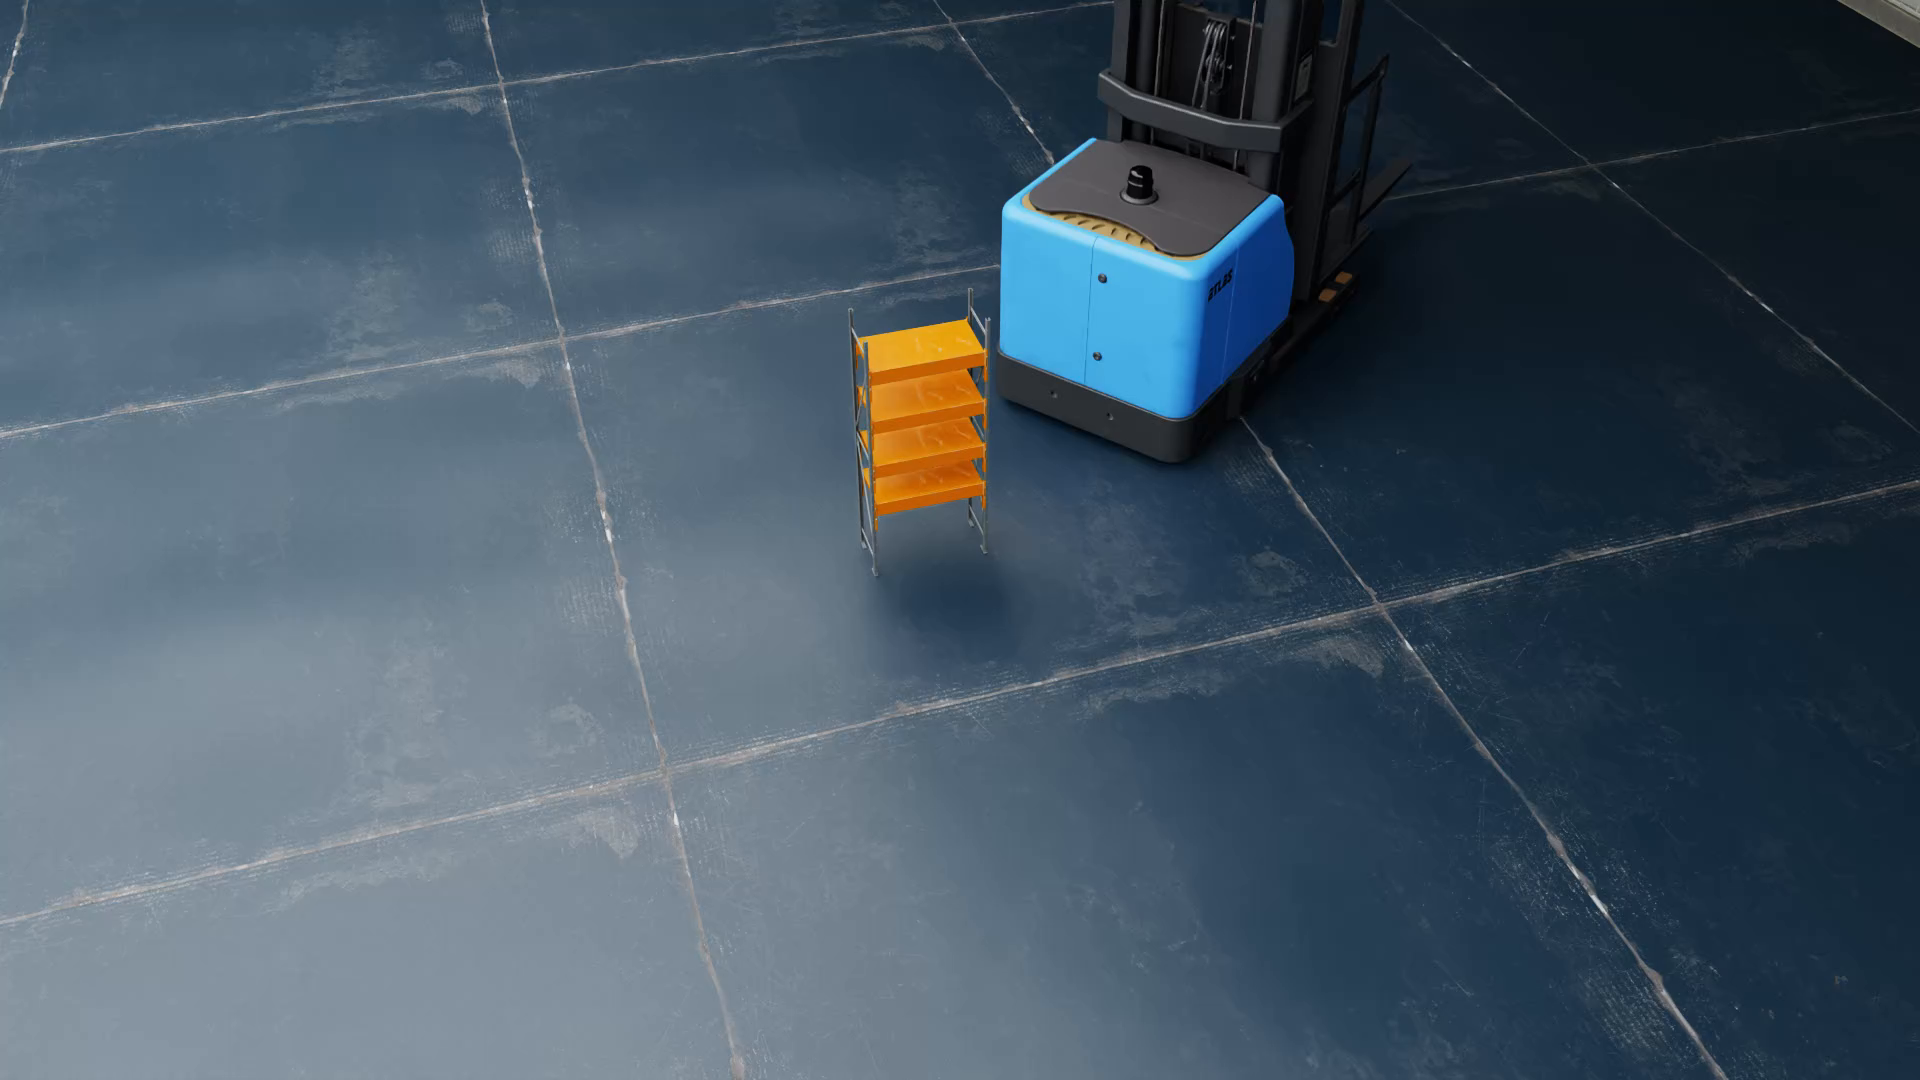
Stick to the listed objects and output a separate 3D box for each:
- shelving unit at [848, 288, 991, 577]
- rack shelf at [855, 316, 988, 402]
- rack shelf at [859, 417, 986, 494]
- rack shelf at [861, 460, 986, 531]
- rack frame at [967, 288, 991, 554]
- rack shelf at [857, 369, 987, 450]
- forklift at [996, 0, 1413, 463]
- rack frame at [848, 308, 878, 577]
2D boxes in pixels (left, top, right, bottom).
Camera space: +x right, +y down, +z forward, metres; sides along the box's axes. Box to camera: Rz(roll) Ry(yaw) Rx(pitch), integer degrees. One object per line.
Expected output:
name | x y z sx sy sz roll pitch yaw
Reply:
shelving unit | -0.158 -0.419 6.818 0.503 1.200 0.258 -12 42 -13
rack shelf | -0.158 -0.715 6.559 0.480 0.148 0.258 -12 42 -13
rack shelf | -0.158 -0.368 6.862 0.480 0.148 0.258 -12 42 -13
rack shelf | -0.158 -0.219 6.993 0.480 0.148 0.258 -12 42 -13
rack frame | 0.075 -0.467 6.873 0.015 1.200 0.240 -12 42 -13
rack shelf | -0.158 -0.537 6.715 0.480 0.148 0.258 -12 42 -13
forklift | 1.420 -2.388 7.756 1.130 2.935 3.031 24 47 25
rack frame | -0.391 -0.371 6.763 0.015 1.200 0.240 -12 42 -13
